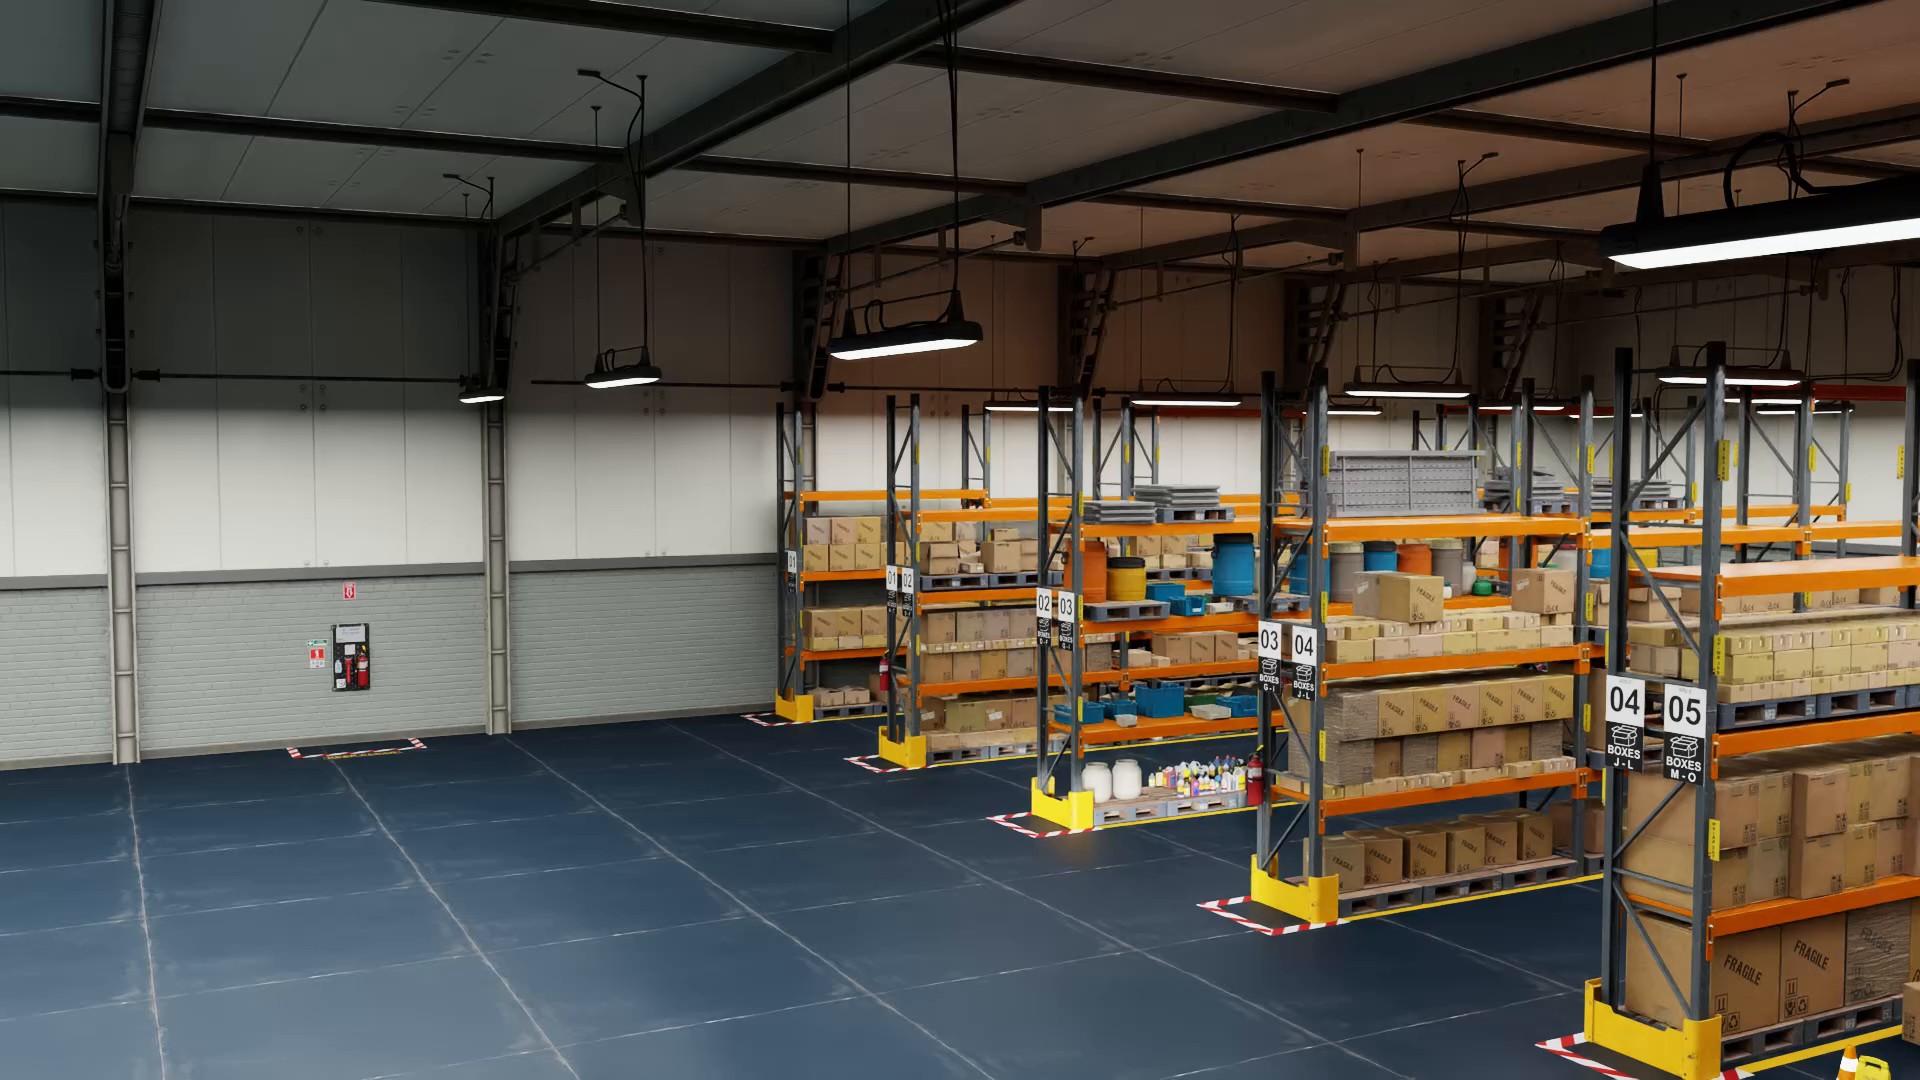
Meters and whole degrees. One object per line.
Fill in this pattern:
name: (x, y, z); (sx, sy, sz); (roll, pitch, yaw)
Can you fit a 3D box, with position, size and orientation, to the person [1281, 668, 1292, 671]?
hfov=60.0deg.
person: (6.343, 2.432, 32.879); (1.068, 1.718, 0.559); (-2, 4, -30)
